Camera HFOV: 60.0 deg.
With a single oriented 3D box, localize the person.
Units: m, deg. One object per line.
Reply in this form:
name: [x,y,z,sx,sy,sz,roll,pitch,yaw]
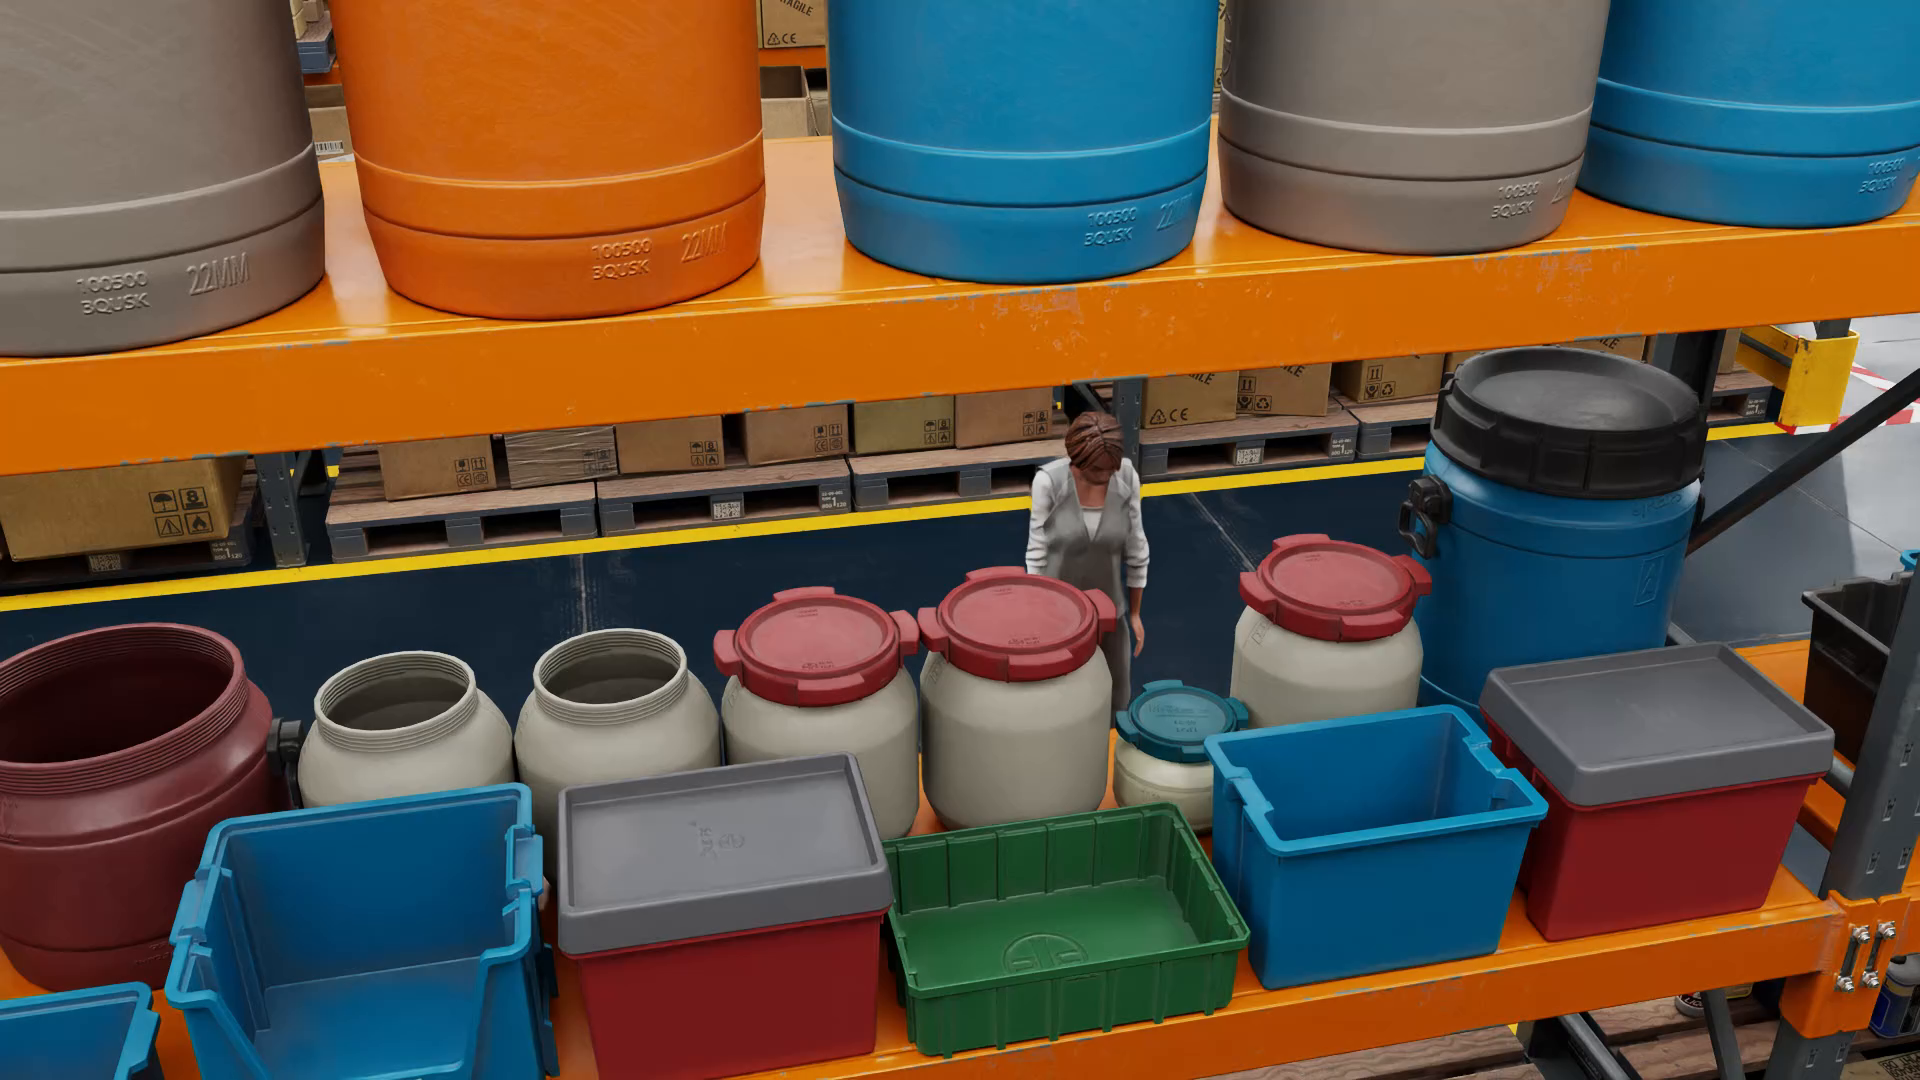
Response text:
person: [0.424,0.263,5.661,0.423,1.568,0.368,-5,28,-10]
